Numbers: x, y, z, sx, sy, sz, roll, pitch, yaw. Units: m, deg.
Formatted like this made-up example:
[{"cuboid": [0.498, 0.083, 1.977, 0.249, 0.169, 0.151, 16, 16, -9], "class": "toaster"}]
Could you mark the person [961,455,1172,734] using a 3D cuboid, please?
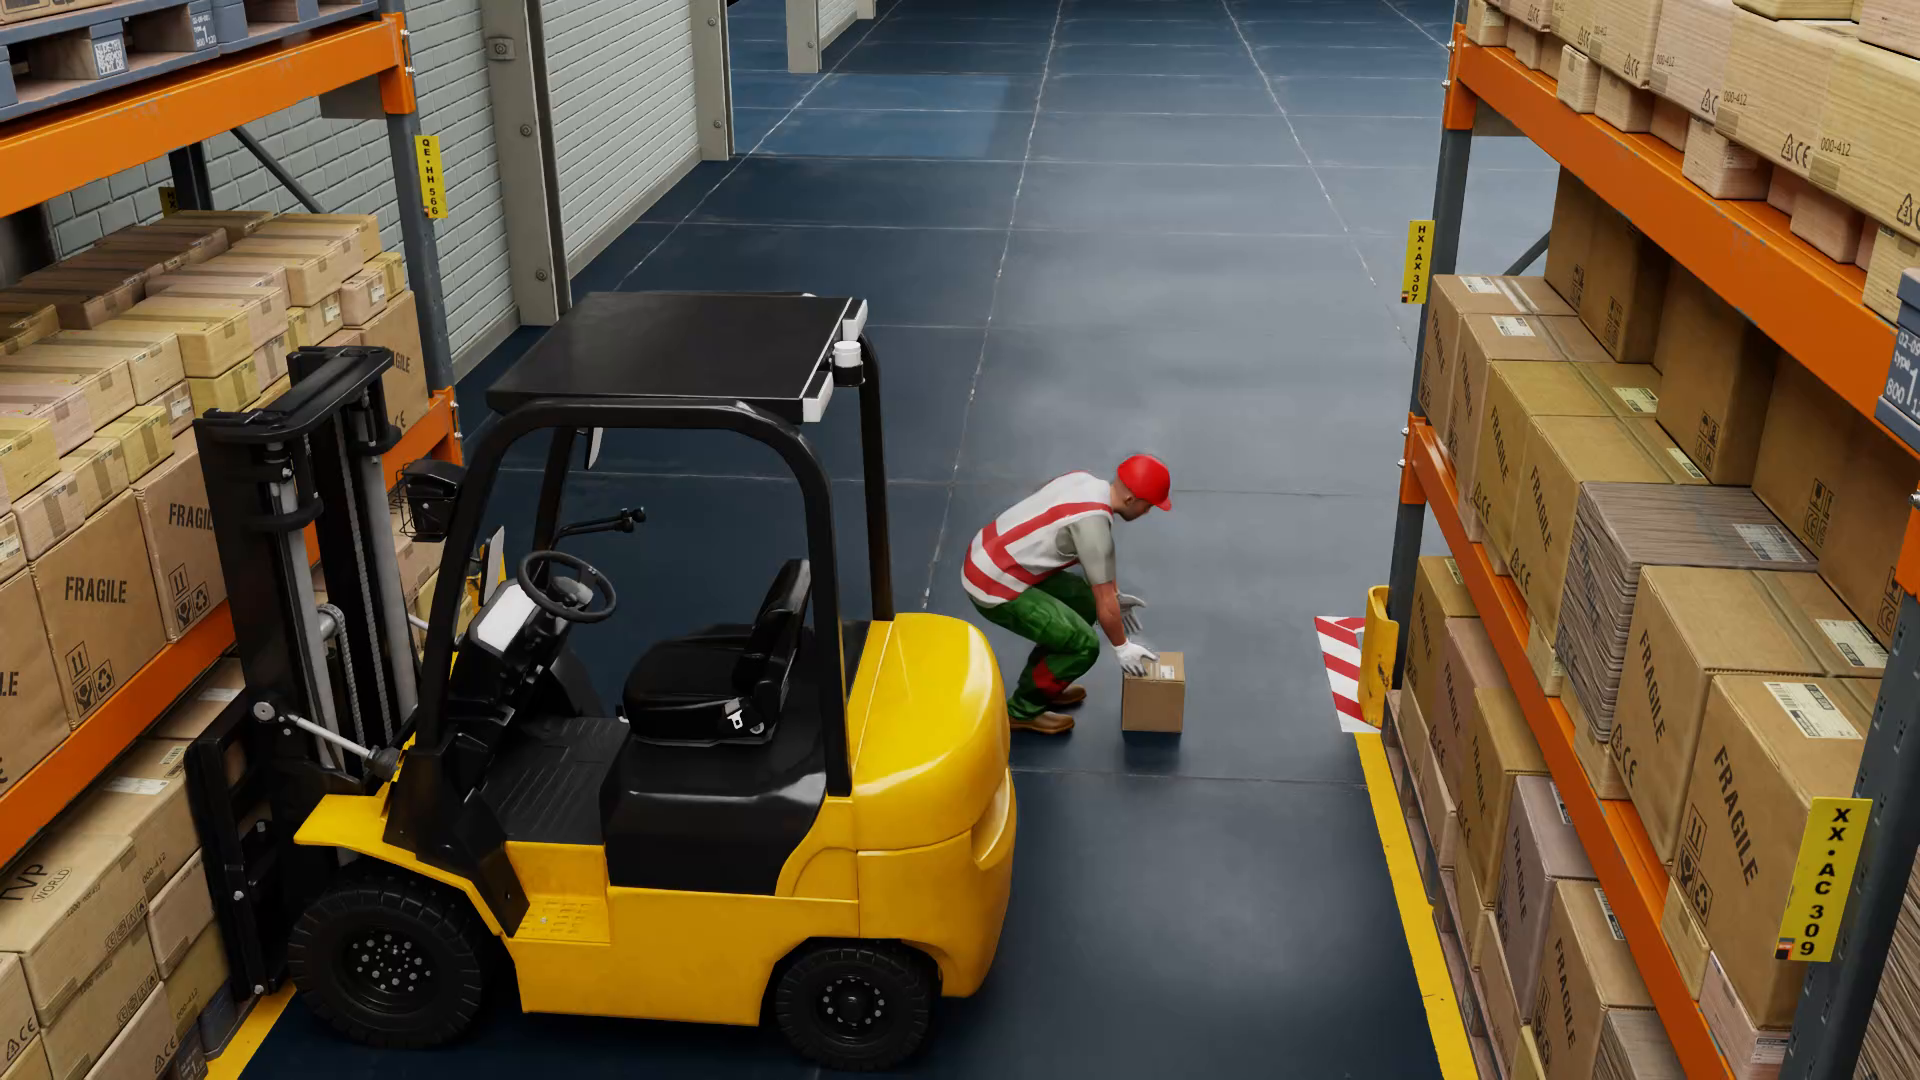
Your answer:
[{"cuboid": [0.432, 0.193, 6.900, 0.852, 1.172, 0.583, 2, 24, 4], "class": "person"}]
